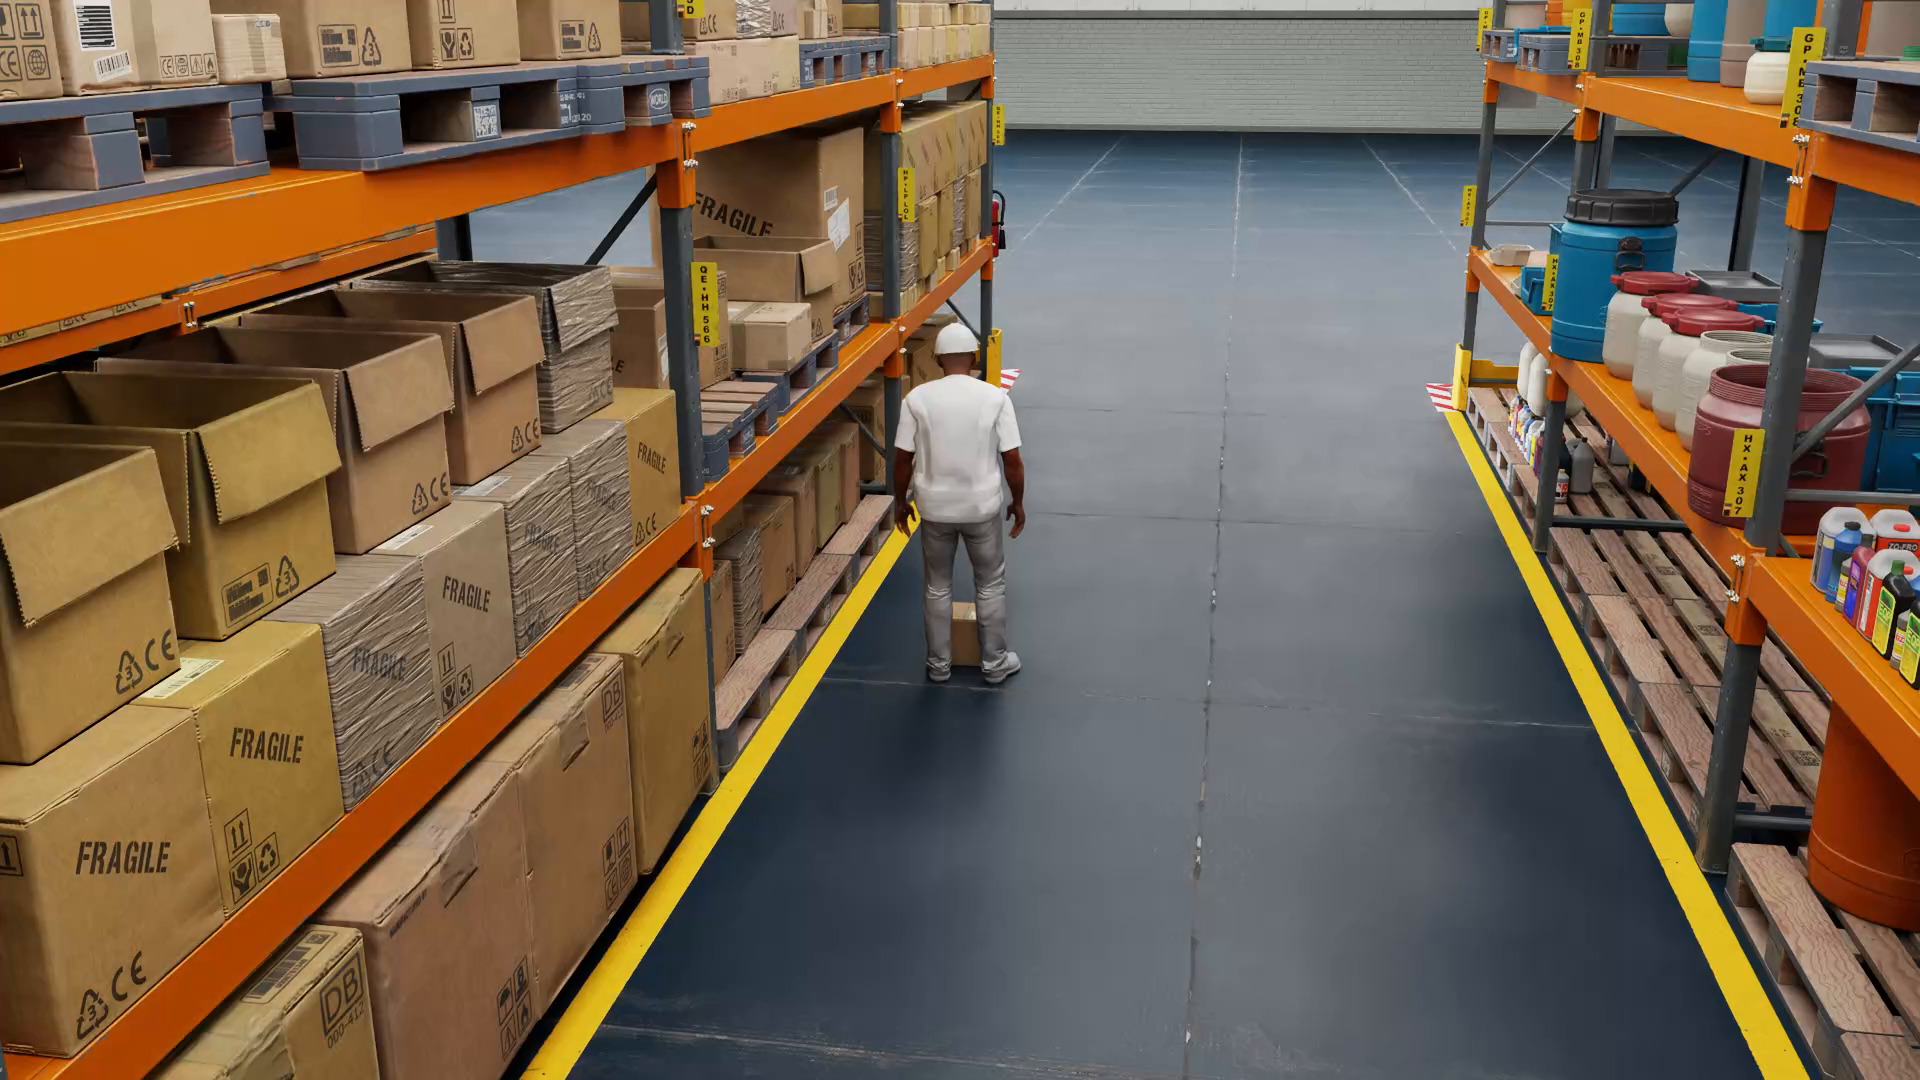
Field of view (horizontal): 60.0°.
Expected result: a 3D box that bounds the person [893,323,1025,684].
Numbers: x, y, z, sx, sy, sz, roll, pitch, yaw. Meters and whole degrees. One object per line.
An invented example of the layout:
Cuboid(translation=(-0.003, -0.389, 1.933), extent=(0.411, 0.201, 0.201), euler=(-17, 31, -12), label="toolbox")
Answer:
Cuboid(translation=(-0.002, -0.168, 8.054), extent=(0.635, 1.756, 0.456), euler=(2, 18, 6), label="person")
